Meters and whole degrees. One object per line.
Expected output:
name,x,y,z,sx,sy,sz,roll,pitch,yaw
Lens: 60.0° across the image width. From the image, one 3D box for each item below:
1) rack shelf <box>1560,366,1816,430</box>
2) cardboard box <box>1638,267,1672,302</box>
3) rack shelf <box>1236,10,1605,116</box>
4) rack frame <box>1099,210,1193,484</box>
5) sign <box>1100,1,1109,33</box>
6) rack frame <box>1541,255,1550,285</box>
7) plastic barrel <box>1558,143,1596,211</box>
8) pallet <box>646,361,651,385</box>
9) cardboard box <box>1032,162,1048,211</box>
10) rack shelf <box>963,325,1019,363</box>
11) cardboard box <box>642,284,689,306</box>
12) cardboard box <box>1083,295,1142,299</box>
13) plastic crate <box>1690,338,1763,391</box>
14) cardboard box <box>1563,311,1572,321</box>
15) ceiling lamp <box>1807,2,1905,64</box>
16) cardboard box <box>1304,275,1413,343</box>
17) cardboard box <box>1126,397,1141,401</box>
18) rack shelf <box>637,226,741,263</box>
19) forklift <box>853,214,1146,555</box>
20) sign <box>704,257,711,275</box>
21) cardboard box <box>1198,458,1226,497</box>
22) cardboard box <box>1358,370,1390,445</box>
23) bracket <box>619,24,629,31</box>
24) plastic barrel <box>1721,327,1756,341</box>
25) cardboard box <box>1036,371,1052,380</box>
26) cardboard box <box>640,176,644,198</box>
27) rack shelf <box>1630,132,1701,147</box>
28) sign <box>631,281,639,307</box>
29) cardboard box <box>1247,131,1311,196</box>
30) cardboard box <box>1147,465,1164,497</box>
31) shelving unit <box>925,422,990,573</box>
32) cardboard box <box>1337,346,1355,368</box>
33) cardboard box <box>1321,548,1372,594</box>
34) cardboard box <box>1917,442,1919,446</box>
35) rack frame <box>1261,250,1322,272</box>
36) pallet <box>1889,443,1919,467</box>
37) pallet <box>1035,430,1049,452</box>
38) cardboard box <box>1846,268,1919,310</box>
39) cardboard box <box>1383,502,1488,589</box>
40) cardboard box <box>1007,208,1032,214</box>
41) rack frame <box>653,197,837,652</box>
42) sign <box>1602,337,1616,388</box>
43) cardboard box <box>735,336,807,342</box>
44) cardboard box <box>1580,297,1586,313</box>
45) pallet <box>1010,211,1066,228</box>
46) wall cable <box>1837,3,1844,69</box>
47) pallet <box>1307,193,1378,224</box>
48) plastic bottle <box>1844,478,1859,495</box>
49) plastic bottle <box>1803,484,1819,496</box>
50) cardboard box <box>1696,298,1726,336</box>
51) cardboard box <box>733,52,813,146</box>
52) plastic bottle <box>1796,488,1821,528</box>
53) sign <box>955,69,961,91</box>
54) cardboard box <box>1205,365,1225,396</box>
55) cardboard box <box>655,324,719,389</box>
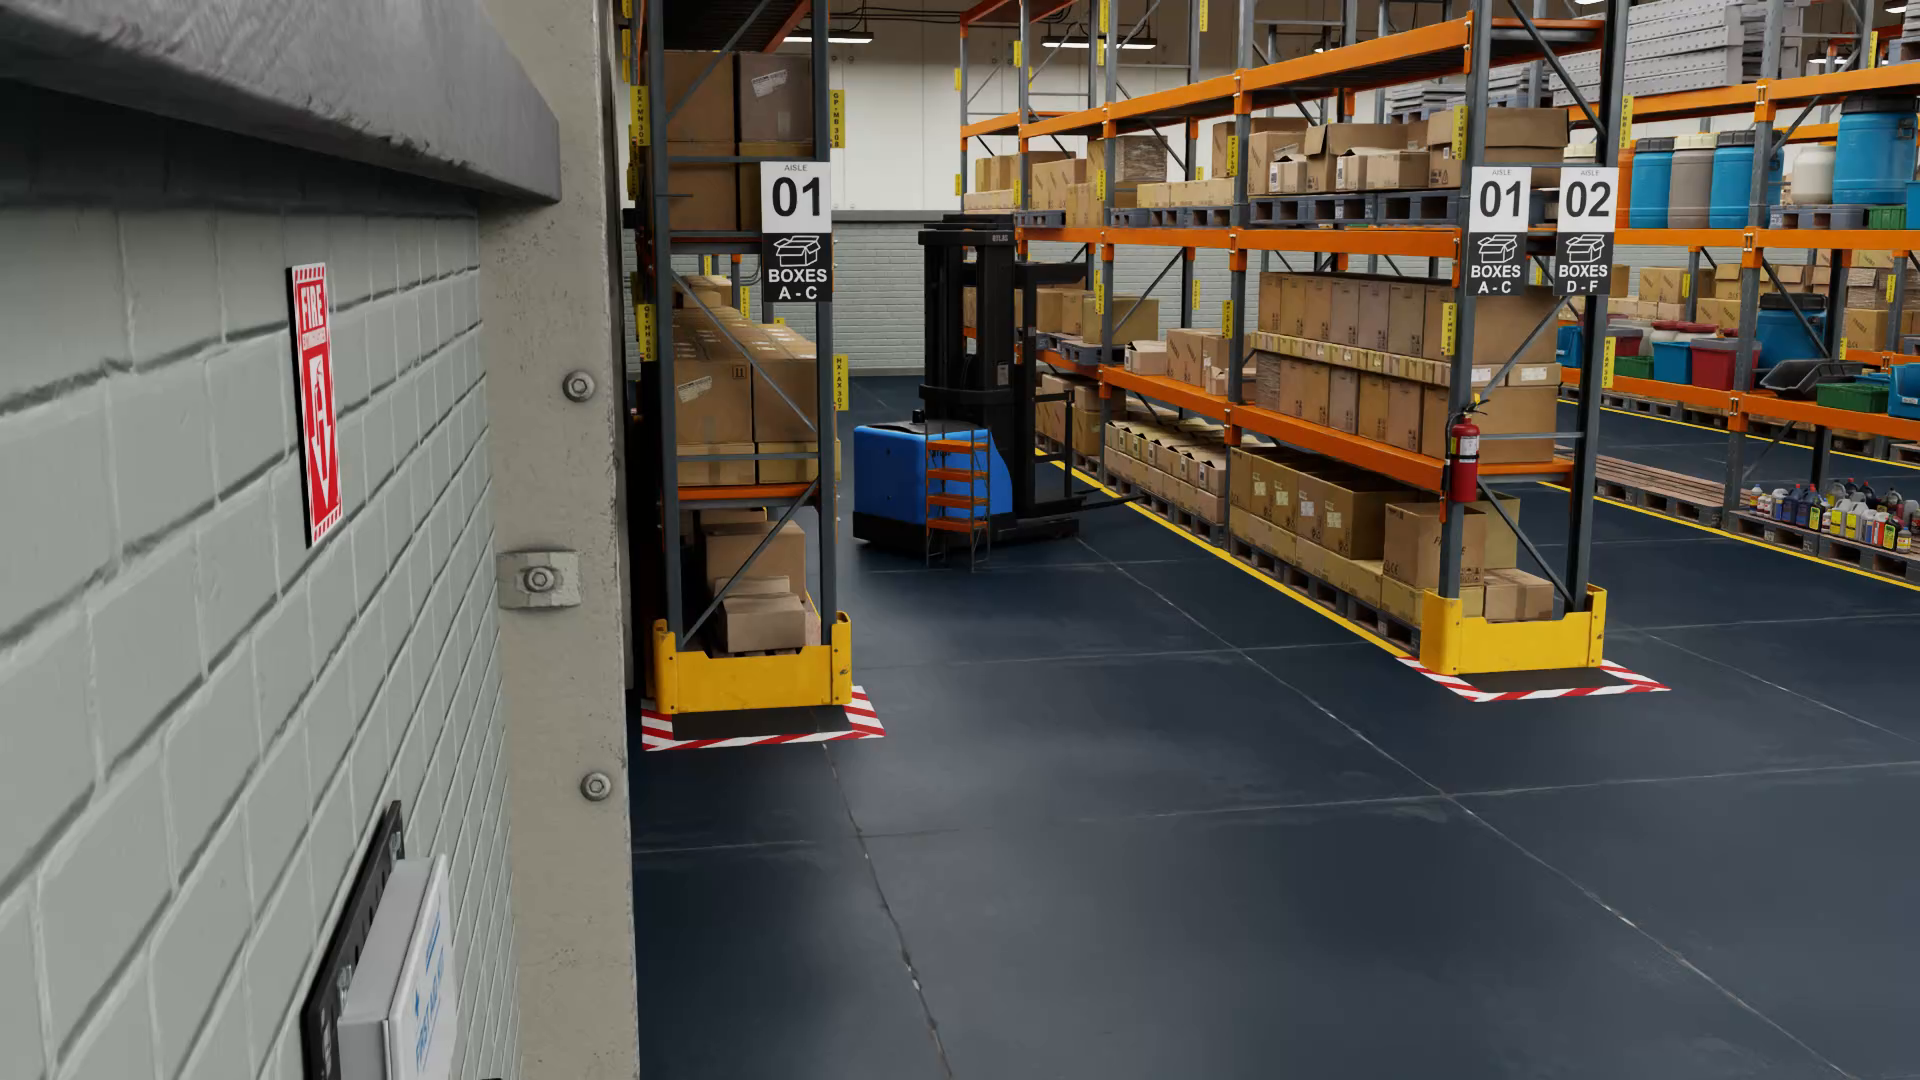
rack shelf,7.312,-1.587,17.487,1.077,0.370,4.000,-2,11,-11
cardboard box,10.558,-3.828,24.940,0.500,0.500,0.500,-2,11,-10
rack shelf,3.230,-3.424,12.167,1.077,0.370,4.000,-2,11,-11
rack frame,2.063,-2.127,18.405,1.000,3.000,0.127,-2,11,-11
sign,1.533,-5.551,17.636,0.100,0.325,0.005,-2,11,-11
rack frame,10.225,-3.954,28.003,1.000,3.000,0.127,-2,11,-11
plastic barrel,6.870,-3.868,18.187,0.600,0.901,0.600,0,11,0
pallet,-2.552,-1.725,16.806,1.213,0.211,1.003,-2,11,-11
cardboard box,1.311,-4.544,21.421,0.600,0.600,0.600,-3,11,-16
rack shelf,0.896,-2.874,24.254,1.077,0.370,4.000,-2,11,-11
cardboard box,-3.138,-2.594,17.733,0.500,0.250,0.500,-2,11,-9
cardboard box,1.840,-2.669,19.859,0.700,0.500,0.500,0,11,0
plastic crate,7.307,-1.682,15.895,0.402,0.464,0.583,-2,11,-11
cardboard box,10.072,-3.660,27.127,0.380,0.149,0.250,-2,11,-12
ceiling lamp,17.046,-10.533,30.912,2.000,3.185,0.800,-2,11,-11
cardboard box,3.130,-1.815,13.024,0.700,0.500,0.500,-2,11,-11
cardboard box,1.949,-1.493,20.580,0.500,0.500,0.500,-3,11,-13
rack shelf,-2.406,-2.700,15.314,1.077,0.370,4.000,-2,11,-11
forklift,0.476,-1.517,15.382,3.031,2.935,1.130,-9,14,-40
sign,-3.816,-4.116,25.123,0.100,0.325,0.005,-2,11,-11
cardboard box,2.481,-0.589,15.051,0.500,0.311,0.500,-2,11,-11
cardboard box,3.343,-0.983,12.123,0.700,0.500,0.500,-2,11,-11
bracket,-5.918,-9.117,29.454,0.235,0.232,0.430,-2,11,-11
plastic barrel,7.730,-1.823,16.444,0.433,0.535,0.433,0,11,0
cardboard box,0.915,-2.195,24.261,0.797,0.503,0.637,-2,11,-11
cardboard box,-2.634,-3.240,15.896,0.797,0.503,0.637,-1,11,-3
rack shelf,10.614,-5.985,25.619,1.077,0.370,4.000,-2,11,-11
sign,-4.117,-3.124,21.113,0.100,0.325,0.005,-2,11,-11
cardboard box,2.681,-3.089,13.672,0.500,0.500,0.500,-1,11,-6
cardboard box,2.182,-0.595,16.583,0.500,0.250,0.500,-2,11,-10
shelving unit,-0.018,-0.361,13.937,0.503,1.200,0.258,9,14,38
cardboard box,3.054,-1.375,12.452,0.380,0.149,0.250,-2,11,-12
cardboard box,3.017,0.214,12.335,0.500,0.250,0.500,-2,11,-11
cardboard box,11.931,-1.353,19.845,0.700,0.500,0.500,-3,11,-14
rack frame,5.367,-3.774,27.056,1.000,3.000,0.127,-2,11,-11
pallet,11.932,-0.974,19.801,1.003,0.211,1.213,-2,11,-11
pallet,1.481,-1.343,21.743,1.003,0.211,1.213,-2,11,-11
cardboard box,11.655,-3.164,20.898,0.797,0.503,0.637,-2,11,-9
cardboard box,3.223,0.028,11.303,0.500,0.500,0.500,-2,11,-11
cardboard box,0.930,-4.340,22.410,0.500,0.250,0.500,-2,11,-11
rack frame,-1.239,-0.479,9.746,1.000,3.000,0.127,-2,11,-11
sign,4.165,-1.143,10.708,0.100,0.325,0.005,-2,11,-11
cardboard box,-1.330,-1.163,11.678,0.500,0.500,0.500,-2,11,-9
cardboard box,10.256,-3.741,26.490,0.500,0.250,0.500,-2,11,-13
pallet,1.343,-4.120,21.354,1.213,0.211,1.003,-2,11,-11
wall cable,17.046,-11.185,33.903,2.355,3.000,0.029,-2,11,-11
pallet,3.267,-2.445,12.288,1.003,0.211,1.213,-2,11,-11
plastic bottle,8.109,-0.380,15.134,0.144,0.351,0.185,-2,11,-13
plastic bottle,7.592,-0.330,14.870,0.144,0.351,0.185,-2,11,-11
cardboard box,10.848,-3.176,23.648,0.500,0.500,0.500,-2,11,-11
cardboard box,-1.076,-2.582,9.778,0.500,0.500,0.500,-3,11,-15
plastic bottle,7.488,-0.290,14.661,0.144,0.351,0.185,-3,11,-13
sign,-0.025,-7.020,25.354,0.100,0.325,0.005,-2,11,-11
cardboard box,2.490,-1.482,15.375,0.396,0.266,0.258,-2,11,-12
cardboard box,-2.130,-1.424,13.049,0.500,0.500,0.500,-2,11,-12
